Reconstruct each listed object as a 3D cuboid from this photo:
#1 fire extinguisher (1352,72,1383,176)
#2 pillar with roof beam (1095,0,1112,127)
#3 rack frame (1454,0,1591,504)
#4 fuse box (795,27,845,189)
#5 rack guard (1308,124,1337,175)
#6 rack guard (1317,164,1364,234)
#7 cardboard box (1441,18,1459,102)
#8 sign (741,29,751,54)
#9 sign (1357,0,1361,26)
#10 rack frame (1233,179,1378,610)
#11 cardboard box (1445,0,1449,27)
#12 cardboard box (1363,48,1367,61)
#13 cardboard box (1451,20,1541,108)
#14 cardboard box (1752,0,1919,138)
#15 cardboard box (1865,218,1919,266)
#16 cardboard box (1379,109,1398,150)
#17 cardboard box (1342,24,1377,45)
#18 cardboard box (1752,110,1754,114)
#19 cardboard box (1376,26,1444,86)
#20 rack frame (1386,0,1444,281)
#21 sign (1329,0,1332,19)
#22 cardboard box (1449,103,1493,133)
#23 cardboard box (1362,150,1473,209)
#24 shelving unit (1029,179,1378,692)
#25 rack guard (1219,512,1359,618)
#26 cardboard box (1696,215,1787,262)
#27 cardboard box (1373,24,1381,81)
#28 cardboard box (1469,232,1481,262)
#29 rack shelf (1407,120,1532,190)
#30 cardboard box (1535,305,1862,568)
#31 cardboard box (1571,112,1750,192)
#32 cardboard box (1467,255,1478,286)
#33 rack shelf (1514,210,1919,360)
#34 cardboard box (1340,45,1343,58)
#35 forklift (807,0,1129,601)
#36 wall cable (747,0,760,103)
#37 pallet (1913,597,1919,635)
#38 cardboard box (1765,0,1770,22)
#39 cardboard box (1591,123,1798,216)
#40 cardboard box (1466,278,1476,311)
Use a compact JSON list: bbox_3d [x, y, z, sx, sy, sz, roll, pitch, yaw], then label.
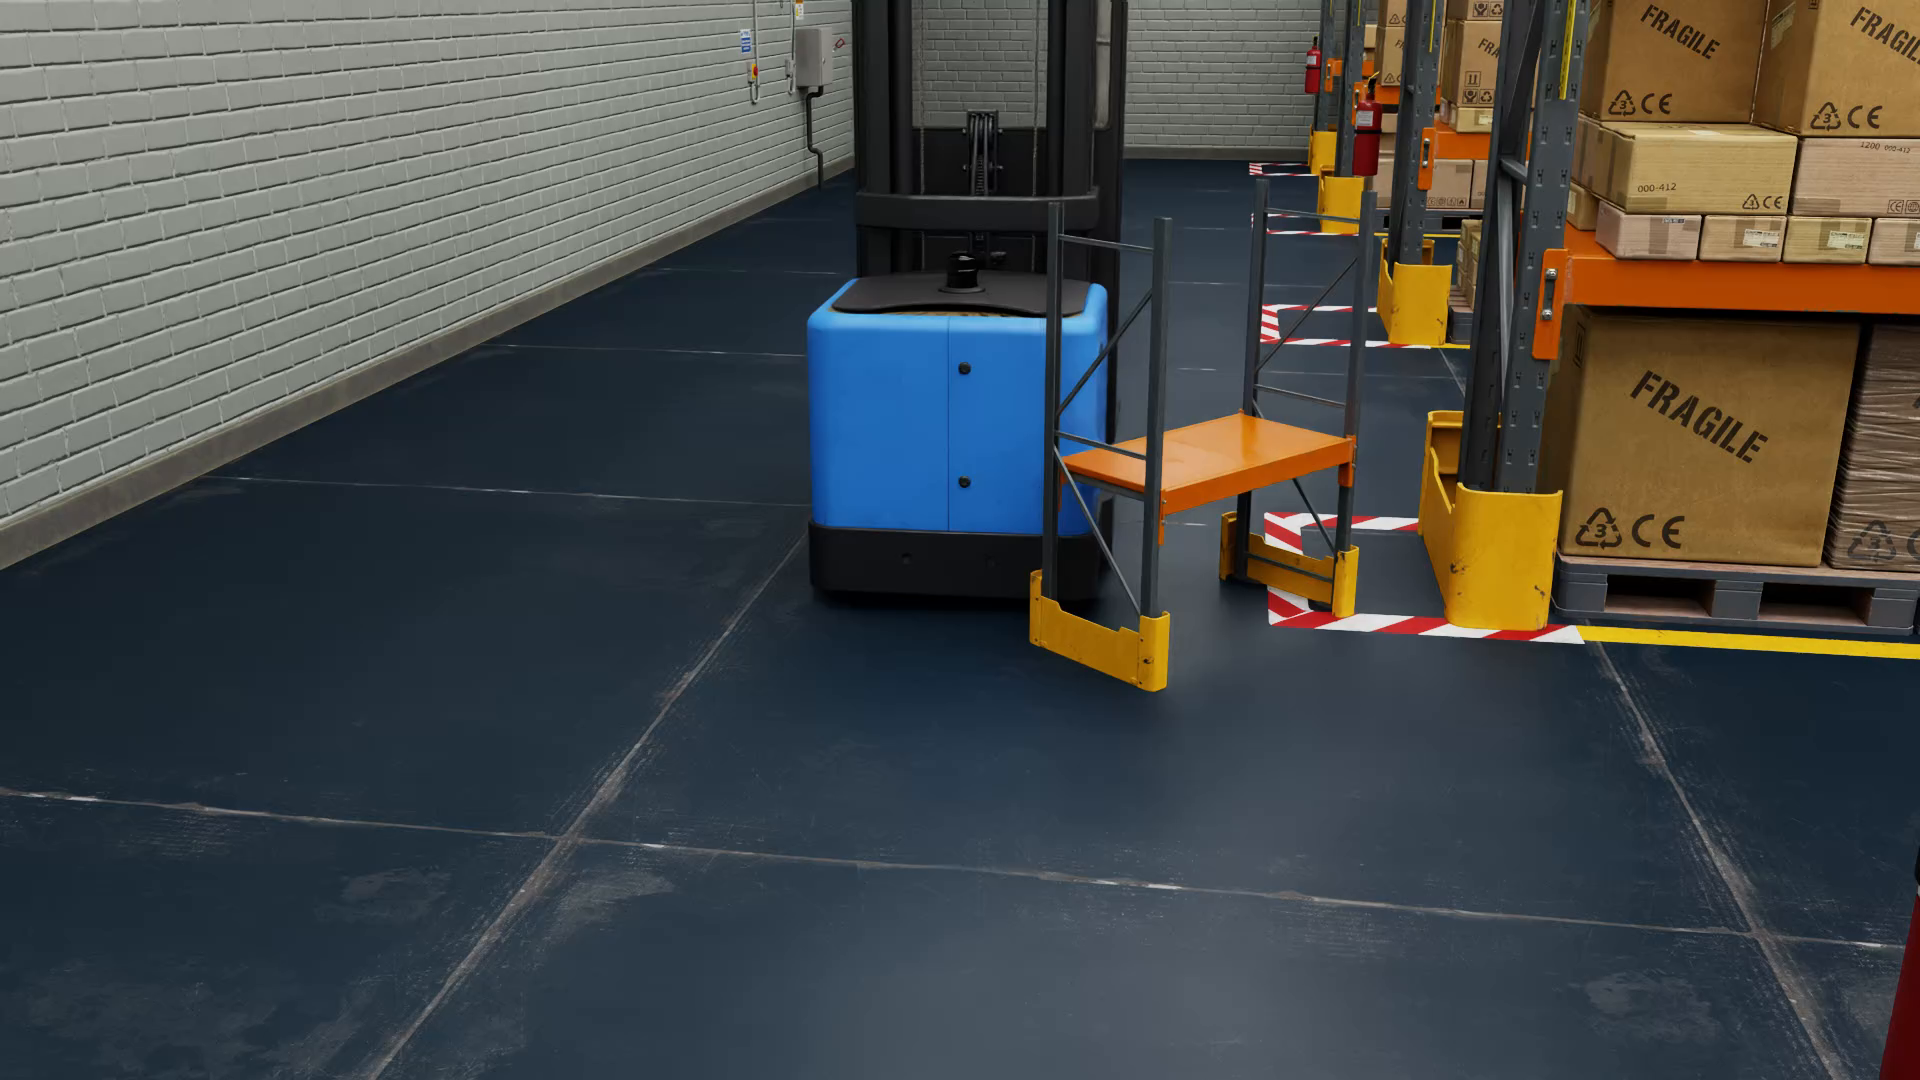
[{"bbox_3d":[2.725,-2.780,11.094,0.183,0.674,0.296,3,19,9],"label":"fire extinguisher"},{"bbox_3d":[1.167,-7.862,16.118,0.400,9.000,9.100,3,19,9],"label":"pillar with roof beam"},{"bbox_3d":[2.014,-1.288,5.924,0.127,3.000,1.000,3,19,9],"label":"rack frame"},{"bbox_3d":[-1.508,-4.709,18.179,0.414,1.711,0.539,3,19,9],"label":"fuse box"},{"bbox_3d":[4.444,-4.758,20.236,0.348,0.500,1.175,3,19,9],"label":"rack guard"},{"bbox_3d":[3.562,-3.208,15.603,0.348,0.500,1.175,3,19,9],"label":"rack guard"},{"bbox_3d":[3.385,-3.083,10.663,0.500,0.500,0.500,3,19,10],"label":"cardboard box"},{"bbox_3d":[-2.054,-4.785,15.950,0.001,0.218,0.327,3,19,9],"label":"sign"},{"bbox_3d":[3.492,-4.667,14.534,0.005,0.325,0.100,3,19,9],"label":"sign"},{"bbox_3d":[1.222,-0.510,5.965,0.032,1.500,0.500,-15,24,-38],"label":"rack frame"},{"bbox_3d":[4.526,-4.777,14.618,0.500,0.500,0.500,2,19,7],"label":"cardboard box"},{"bbox_3d":[4.650,-5.726,19.585,0.250,0.149,0.380,3,19,8],"label":"cardboard box"},{"bbox_3d":[3.300,-2.916,10.164,0.500,0.500,0.500,4,19,11],"label":"cardboard box"},{"bbox_3d":[2.938,-1.579,5.381,0.500,0.500,0.500,2,19,7],"label":"cardboard box"},{"bbox_3d":[3.076,-1.009,5.488,0.250,0.149,0.380,3,19,8],"label":"cardboard box"},{"bbox_3d":[4.958,-4.902,20.000,0.637,0.503,0.797,2,19,6],"label":"cardboard box"},{"bbox_3d":[4.865,-6.077,20.007,0.500,0.250,0.500,3,19,10],"label":"cardboard box"},{"bbox_3d":[4.716,-2.536,10.050,0.250,0.149,0.380,4,19,11],"label":"cardboard box"},{"bbox_3d":[4.014,-4.326,14.846,0.500,0.500,0.500,3,19,8],"label":"cardboard box"},{"bbox_3d":[2.900,-2.836,10.553,0.127,3.000,1.000,3,19,9],"label":"rack frame"},{"bbox_3d":[4.283,-6.188,19.206,0.005,0.325,0.100,3,19,9],"label":"sign"},{"bbox_3d":[3.168,-2.598,10.237,0.250,0.149,0.380,3,19,8],"label":"cardboard box"},{"bbox_3d":[4.253,-3.375,15.537,0.875,0.438,0.875,2,19,7],"label":"cardboard box"},{"bbox_3d":[0.831,-0.403,5.643,1.083,1.500,0.587,-15,24,-38],"label":"shelving unit"},{"bbox_3d":[1.207,0.086,6.151,0.087,0.250,0.587,-15,24,-38],"label":"rack guard"},{"bbox_3d":[2.565,-1.035,5.564,0.250,0.149,0.380,3,19,8],"label":"cardboard box"},{"bbox_3d":[4.104,-4.498,15.362,0.500,0.500,0.500,3,19,9],"label":"cardboard box"},{"bbox_3d":[3.364,-1.833,10.447,0.250,0.149,0.380,2,19,6],"label":"cardboard box"},{"bbox_3d":[4.875,-2.395,10.366,4.000,0.370,1.077,3,19,9],"label":"rack shelf"},{"bbox_3d":[2.658,-0.472,6.173,0.875,0.875,0.875,3,19,9],"label":"cardboard box"},{"bbox_3d":[2.534,-1.416,6.076,0.500,0.250,0.500,3,19,8],"label":"cardboard box"},{"bbox_3d":[3.377,-1.718,10.572,0.250,0.149,0.380,4,19,11],"label":"cardboard box"},{"bbox_3d":[3.988,-0.846,5.737,4.000,0.370,1.077,3,19,9],"label":"rack shelf"},{"bbox_3d":[4.739,-5.896,20.092,0.250,0.149,0.380,3,19,8],"label":"cardboard box"},{"bbox_3d":[0.148,-1.598,6.959,1.130,2.935,3.031,2,19,7],"label":"forklift"},{"bbox_3d":[-1.985,-5.165,15.863,0.123,1.953,0.585,3,19,9],"label":"wall cable"},{"bbox_3d":[4.017,0.113,6.134,1.213,0.211,1.003,3,19,9],"label":"pallet"},{"bbox_3d":[4.814,-3.312,9.773,0.500,0.500,0.500,2,19,7],"label":"cardboard box"},{"bbox_3d":[2.445,-1.249,5.576,0.500,0.250,0.500,2,19,7],"label":"cardboard box"},{"bbox_3d":[3.367,-1.557,10.560,0.250,0.149,0.380,3,19,10],"label":"cardboard box"}]
